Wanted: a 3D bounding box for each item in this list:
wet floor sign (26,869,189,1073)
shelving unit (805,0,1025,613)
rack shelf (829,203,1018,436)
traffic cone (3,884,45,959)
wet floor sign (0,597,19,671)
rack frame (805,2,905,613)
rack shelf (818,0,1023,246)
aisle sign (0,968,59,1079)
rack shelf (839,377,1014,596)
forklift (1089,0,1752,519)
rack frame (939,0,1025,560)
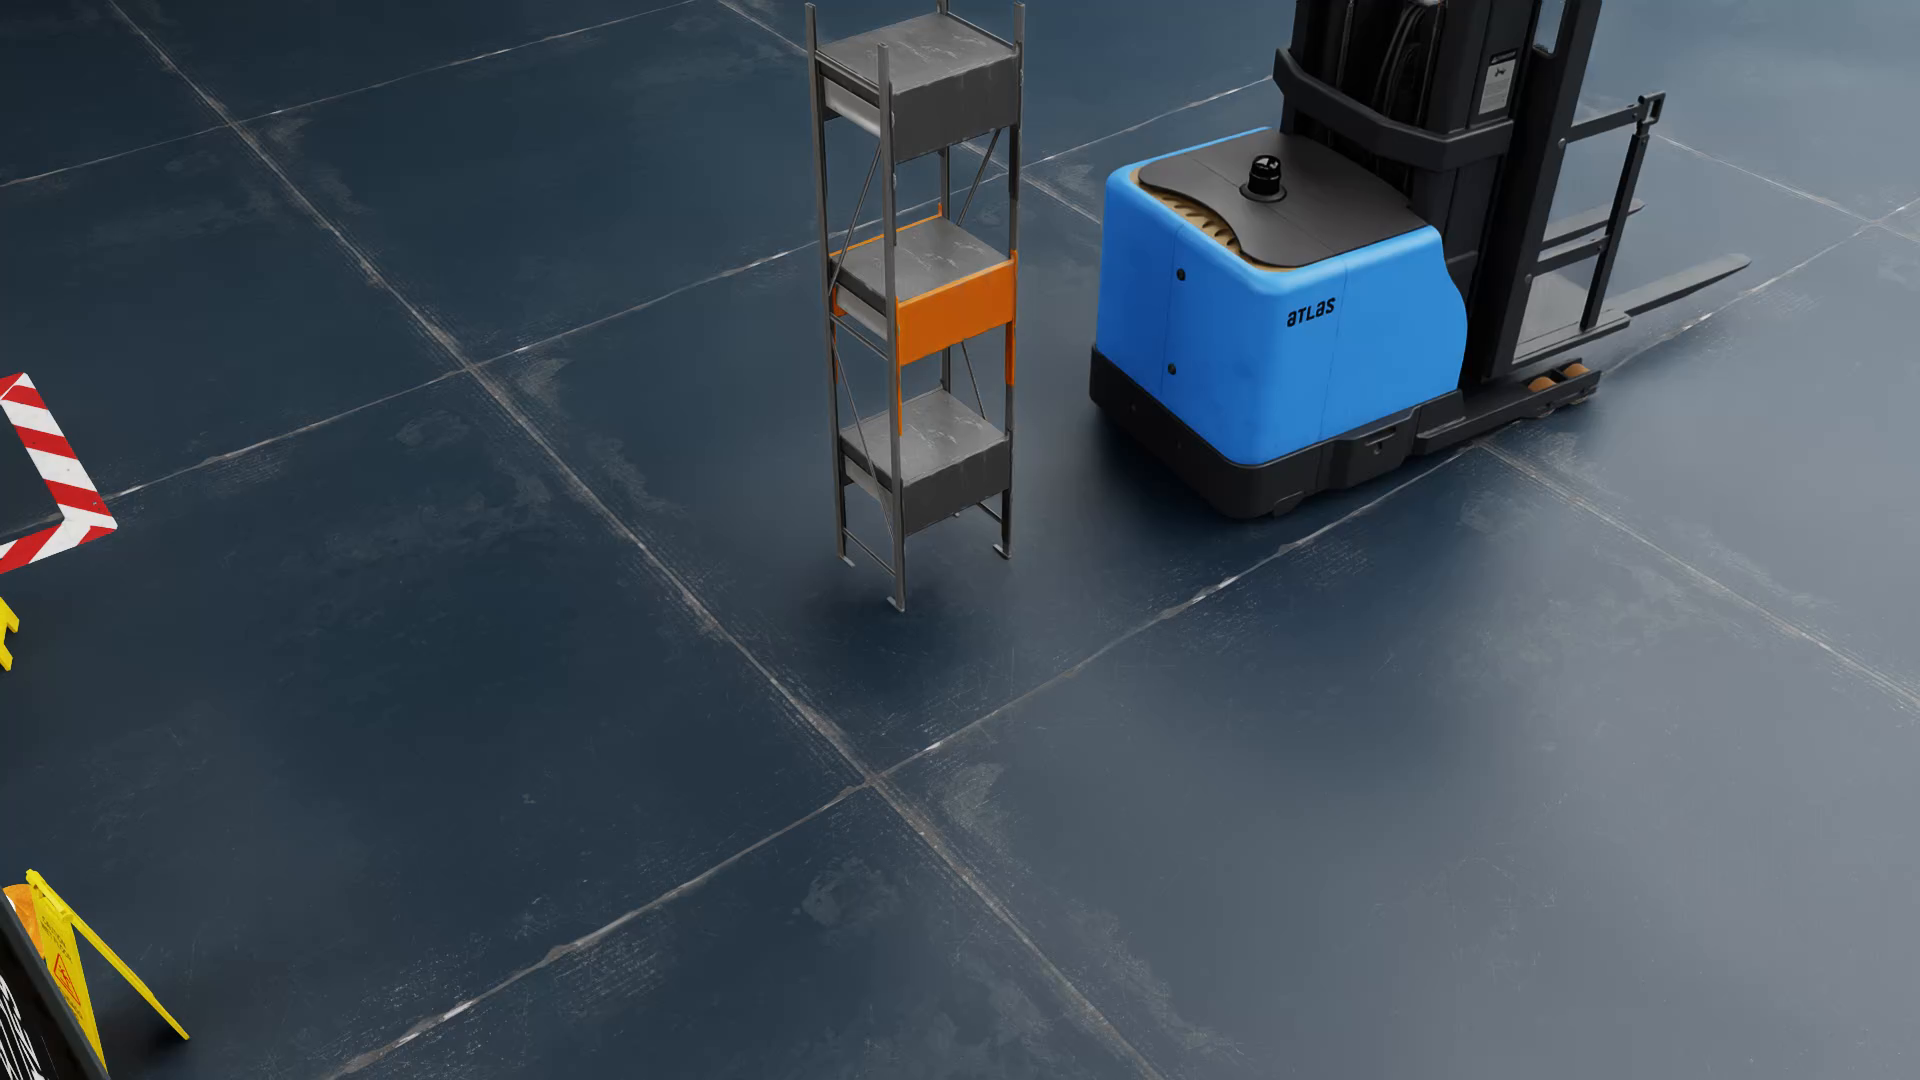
[{"bbox_3d":[-2.298,1.119,4.378,0.267,0.644,0.232,30,48,31],"label":"wet floor sign"},{"bbox_3d":[-0.131,-0.748,5.506,0.503,2.100,0.431,-26,46,-28],"label":"shelving unit"},{"bbox_3d":[-0.131,-0.737,5.515,0.480,0.518,0.431,-26,46,-28],"label":"rack shelf"},{"bbox_3d":[-2.820,0.988,4.681,0.334,0.463,0.336,-26,46,-28],"label":"traffic cone"},{"bbox_3d":[-3.408,0.140,5.571,0.232,0.644,0.267,-11,41,-13],"label":"wet floor sign"},{"bbox_3d":[-0.325,-0.654,5.391,0.015,2.100,0.400,-26,46,-28],"label":"rack frame"},{"bbox_3d":[-0.131,-1.278,5.071,0.480,0.518,0.431,-26,46,-28],"label":"rack shelf"},{"bbox_3d":[-0.875,0.334,1.429,0.004,0.787,0.394,-26,46,-28],"label":"aisle sign"},{"bbox_3d":[-0.131,-0.196,5.959,0.480,0.518,0.431,-26,46,-28],"label":"rack shelf"},{"bbox_3d":[2.065,-1.905,6.262,3.031,2.935,1.130,-21,44,-23],"label":"forklift"},{"bbox_3d":[0.062,-0.842,5.621,0.015,2.100,0.400,-26,46,-28],"label":"rack frame"}]
